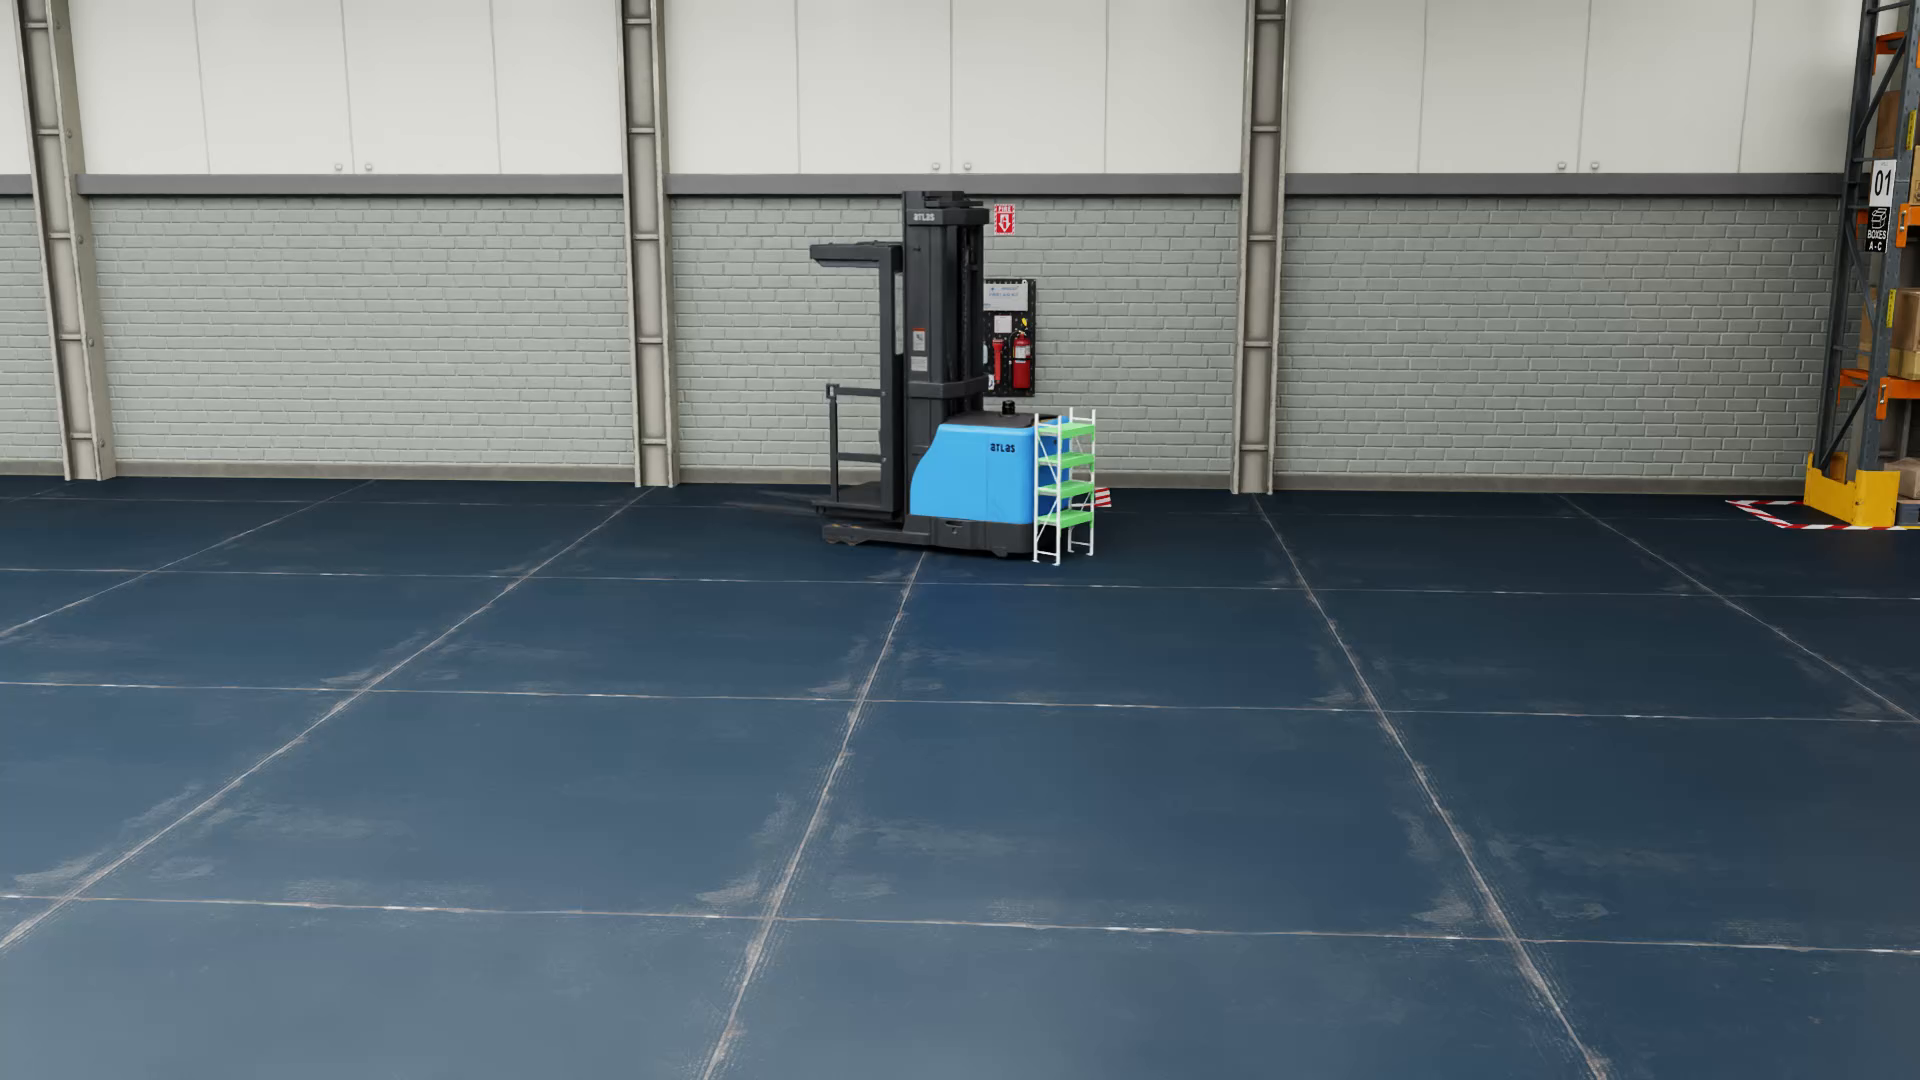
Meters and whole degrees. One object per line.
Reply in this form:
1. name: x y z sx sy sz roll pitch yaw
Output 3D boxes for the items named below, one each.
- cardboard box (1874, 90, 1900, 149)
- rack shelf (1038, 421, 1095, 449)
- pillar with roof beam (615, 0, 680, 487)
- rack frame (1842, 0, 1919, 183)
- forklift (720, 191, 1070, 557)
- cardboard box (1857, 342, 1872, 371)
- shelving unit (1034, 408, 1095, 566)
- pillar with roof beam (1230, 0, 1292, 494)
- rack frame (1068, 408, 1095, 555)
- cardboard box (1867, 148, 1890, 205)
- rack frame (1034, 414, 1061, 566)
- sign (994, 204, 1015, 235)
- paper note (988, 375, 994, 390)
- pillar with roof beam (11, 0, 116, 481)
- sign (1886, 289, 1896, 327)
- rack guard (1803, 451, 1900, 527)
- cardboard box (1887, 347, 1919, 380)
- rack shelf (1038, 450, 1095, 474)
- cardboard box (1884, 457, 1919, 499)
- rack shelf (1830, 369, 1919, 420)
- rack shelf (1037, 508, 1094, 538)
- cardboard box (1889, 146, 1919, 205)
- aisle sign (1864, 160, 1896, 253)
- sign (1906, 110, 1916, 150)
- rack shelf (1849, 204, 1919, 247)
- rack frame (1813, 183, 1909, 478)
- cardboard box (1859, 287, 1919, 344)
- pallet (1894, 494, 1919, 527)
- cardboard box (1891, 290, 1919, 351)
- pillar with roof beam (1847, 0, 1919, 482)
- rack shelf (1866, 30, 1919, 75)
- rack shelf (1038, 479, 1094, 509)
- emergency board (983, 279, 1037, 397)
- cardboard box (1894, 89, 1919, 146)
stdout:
1. cardboard box: 8.581 -3.767 14.891 0.500 0.500 0.500 1 12 6
2. rack shelf: 0.846 -0.846 13.348 0.258 0.148 0.480 9 15 37
3. pillar with roof beam: -3.372 -4.092 11.851 0.400 9.000 9.100 1 12 4
4. rack frame: 8.133 -4.640 14.471 0.127 3.000 1.000 1 12 4
5. forklift: -0.613 -1.476 14.167 3.031 2.935 1.130 5 13 24
6. cardboard box: 8.612 -1.673 15.258 0.500 0.250 0.500 1 12 5
7. shelving unit: 0.846 -0.438 13.433 0.258 1.200 0.503 9 15 37
8. pillar with roof beam: 2.615 -4.010 11.459 0.400 9.000 9.100 1 12 4
9. rack frame: 0.995 -0.478 13.622 0.240 1.200 0.015 9 15 37
10. cardboard box: 8.566 -3.276 14.986 0.500 0.500 0.500 2 12 8
11. rack frame: 0.697 -0.399 13.244 0.240 1.200 0.015 9 15 37
12. sign: 0.438 -3.149 16.337 0.199 0.298 0.001 1 12 4
13. paper note: 0.267 -1.580 16.645 0.142 0.148 0.016 1 12 4
14. pillar with roof beam: -9.358 -4.174 12.243 0.400 9.000 9.100 1 12 4
15. sign: 8.097 -2.016 14.467 0.005 0.325 0.100 1 12 4
16. rack guard: 8.209 -0.479 15.337 0.348 0.500 1.175 1 12 4
17. cardboard box: 8.599 -1.568 14.757 0.500 0.250 0.500 0 12 2
18. rack shelf: 0.846 -0.611 13.397 0.258 0.148 0.480 9 15 37
19. cardboard box: 8.817 -0.575 15.183 0.500 0.311 0.500 -1 12 -3
20. rack shelf: 10.128 -1.324 15.029 4.000 0.370 1.077 1 12 4
21. rack shelf: 0.846 -0.141 13.495 0.258 0.148 0.480 9 15 37
22. cardboard box: 8.450 -3.175 14.500 0.500 0.500 0.500 1 12 5
23. aisle sign: 8.041 -2.916 14.531 0.004 0.787 0.394 1 12 4
24. sign: 8.097 -3.489 14.159 0.005 0.325 0.100 1 12 4
25. rack shelf: 10.128 -2.792 14.721 4.000 0.370 1.077 1 12 4
26. rack frame: 8.133 -1.704 15.086 0.127 3.000 1.000 1 12 4
27. cardboard box: 8.617 -2.044 15.199 0.500 0.500 0.500 1 12 3
28. pallet: 9.017 -0.319 15.279 1.213 0.211 1.003 1 12 4
29. cardboard box: 8.589 -1.939 14.698 0.500 0.500 0.500 1 12 4
30. pillar with roof beam: 8.602 -3.928 11.066 0.400 9.000 9.100 1 12 4
31. rack shelf: 10.128 -4.259 14.415 4.000 0.370 1.077 1 12 4
32. rack shelf: 0.846 -0.376 13.446 0.258 0.148 0.480 9 15 37
33. emergency board: 0.439 -1.994 16.476 0.643 1.169 0.194 1 12 4
34. cardboard box: 8.501 -3.665 14.402 0.500 0.500 0.500 0 12 0
